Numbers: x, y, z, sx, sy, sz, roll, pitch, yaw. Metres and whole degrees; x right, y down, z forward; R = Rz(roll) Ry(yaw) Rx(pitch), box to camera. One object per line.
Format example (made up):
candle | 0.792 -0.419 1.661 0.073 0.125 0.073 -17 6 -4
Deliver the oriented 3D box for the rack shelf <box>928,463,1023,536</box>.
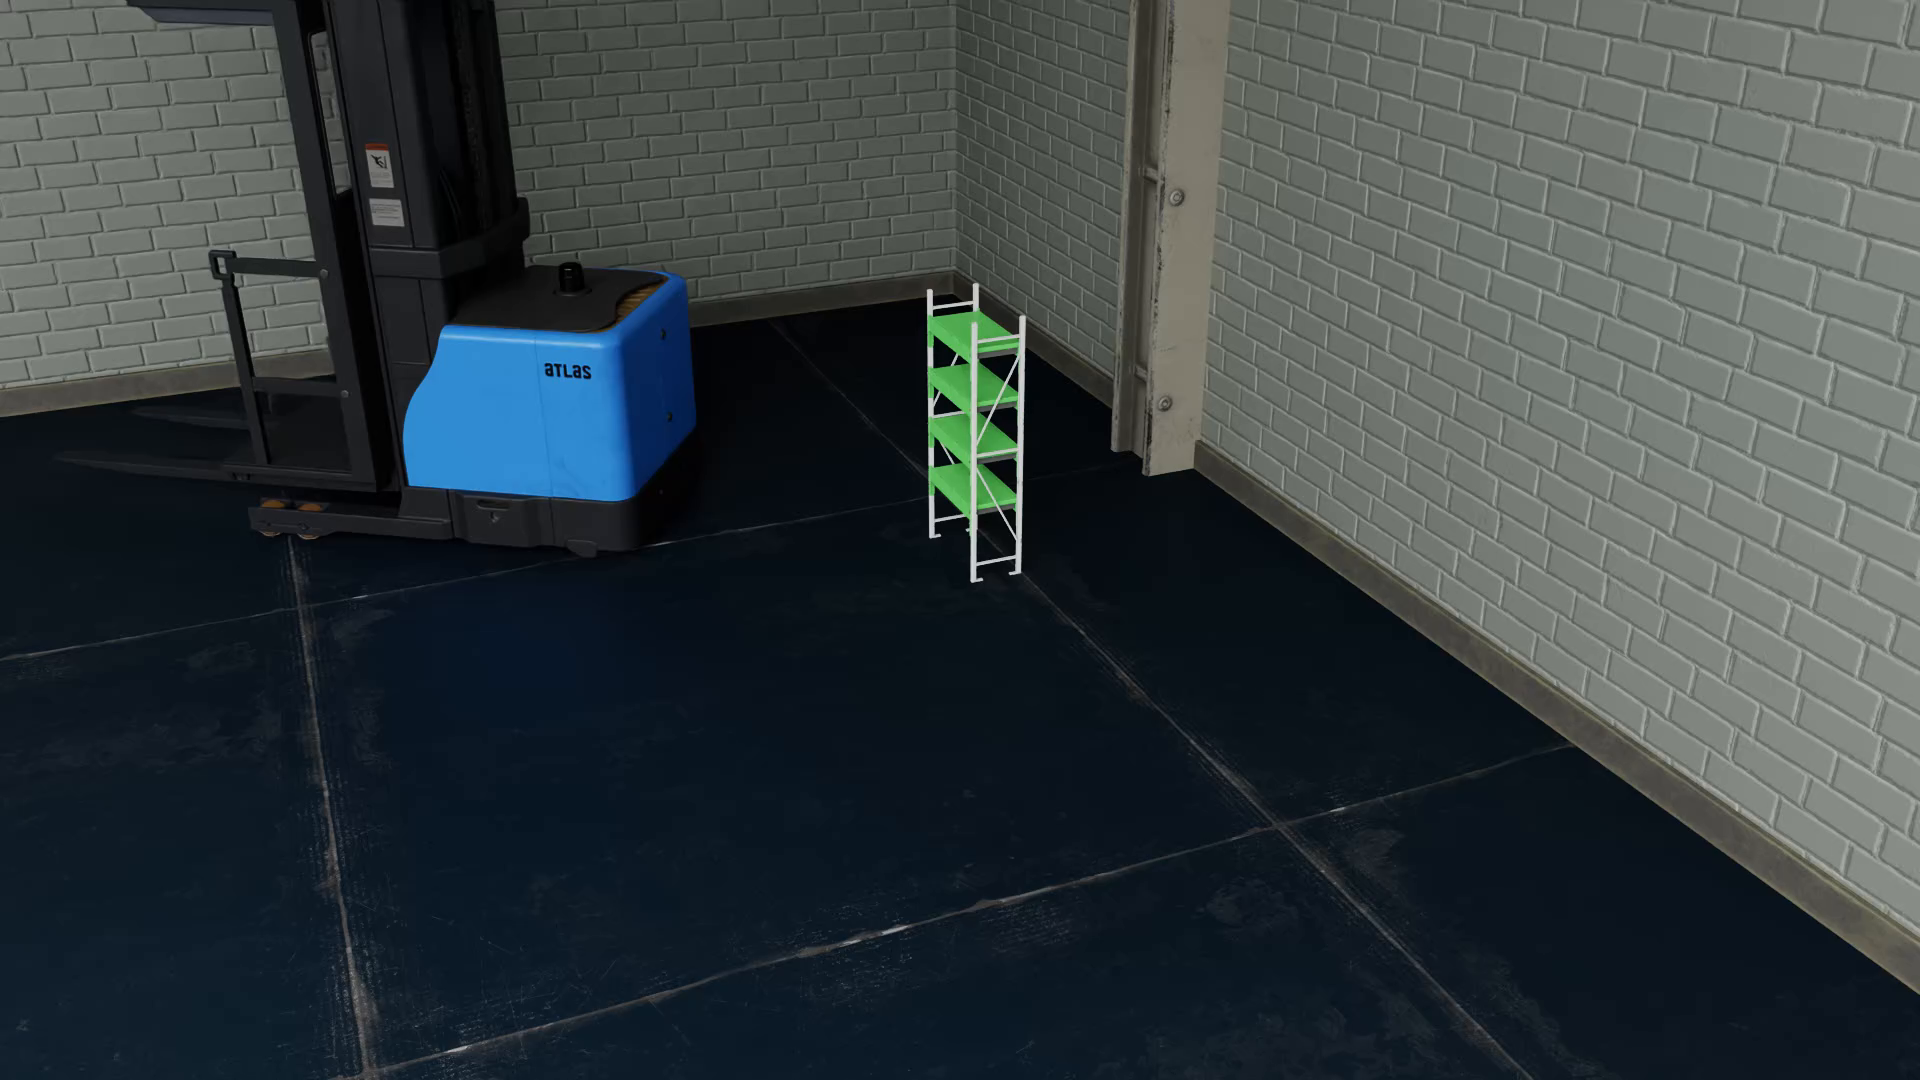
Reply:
rack shelf | 0.065 -0.199 7.483 0.258 0.148 0.480 -11 28 -21

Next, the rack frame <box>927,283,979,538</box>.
rack frame | -0.031 -0.571 7.552 0.240 1.200 0.015 -11 28 -21

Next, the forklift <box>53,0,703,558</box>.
forklift | -2.852 -1.540 7.563 3.031 2.935 1.130 5 26 9

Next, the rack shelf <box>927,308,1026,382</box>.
rack shelf | 0.065 -0.846 7.167 0.258 0.148 0.480 -11 28 -21

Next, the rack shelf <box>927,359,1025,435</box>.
rack shelf | 0.065 -0.631 7.273 0.258 0.148 0.480 -11 28 -21

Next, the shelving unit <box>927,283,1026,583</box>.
shelving unit | 0.065 -0.472 7.350 0.258 1.200 0.503 -11 28 -21

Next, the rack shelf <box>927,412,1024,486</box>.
rack shelf | 0.065 -0.415 7.378 0.258 0.148 0.480 -11 28 -21

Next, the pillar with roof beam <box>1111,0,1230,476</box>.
pillar with roof beam | -2.954 -3.732 5.137 9.100 9.000 0.400 -11 28 -21

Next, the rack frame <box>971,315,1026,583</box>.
rack frame | 0.160 -0.374 7.148 0.240 1.200 0.015 -11 28 -21
